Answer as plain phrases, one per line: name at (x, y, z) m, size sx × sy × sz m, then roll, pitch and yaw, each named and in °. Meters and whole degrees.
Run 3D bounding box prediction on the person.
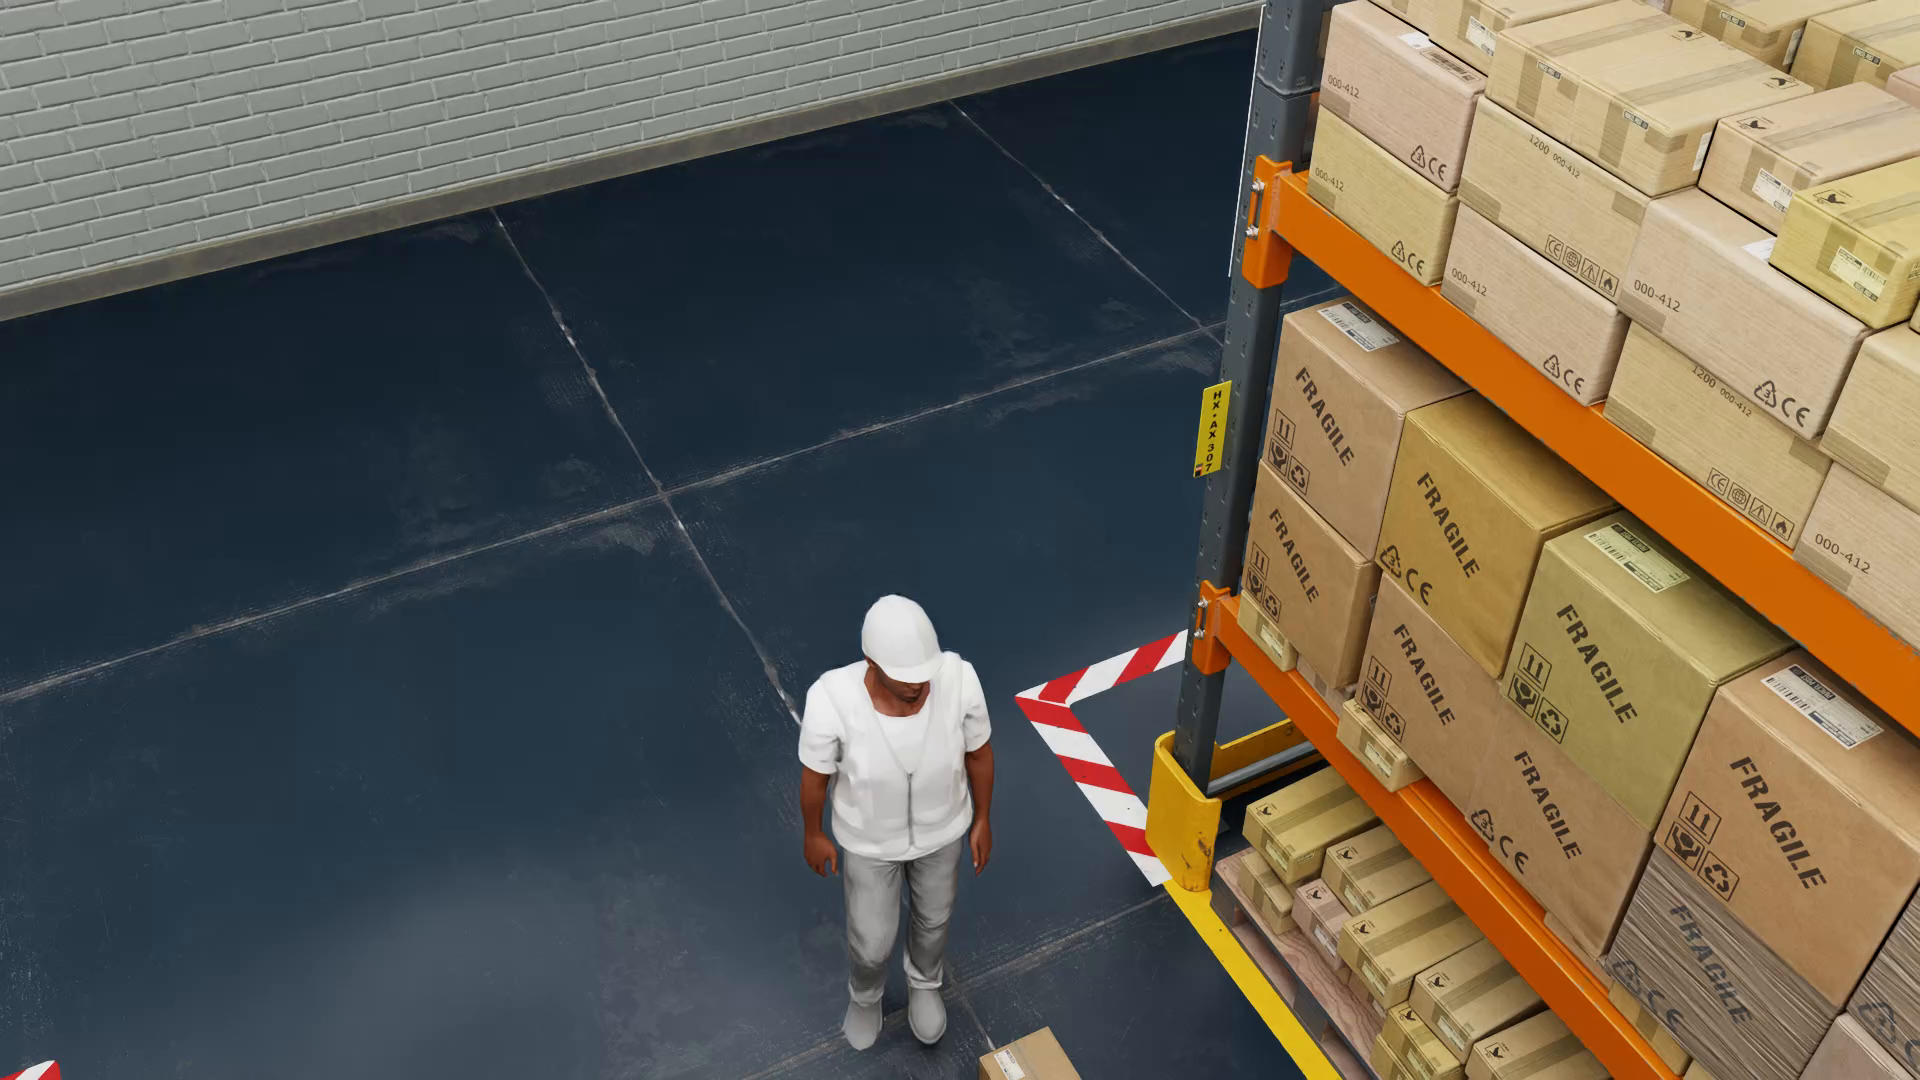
person at (-0.178, 0.913, 5.113) m, size 0.602 × 1.828 × 0.426 m, roll -10°, pitch 42°, yaw -12°
